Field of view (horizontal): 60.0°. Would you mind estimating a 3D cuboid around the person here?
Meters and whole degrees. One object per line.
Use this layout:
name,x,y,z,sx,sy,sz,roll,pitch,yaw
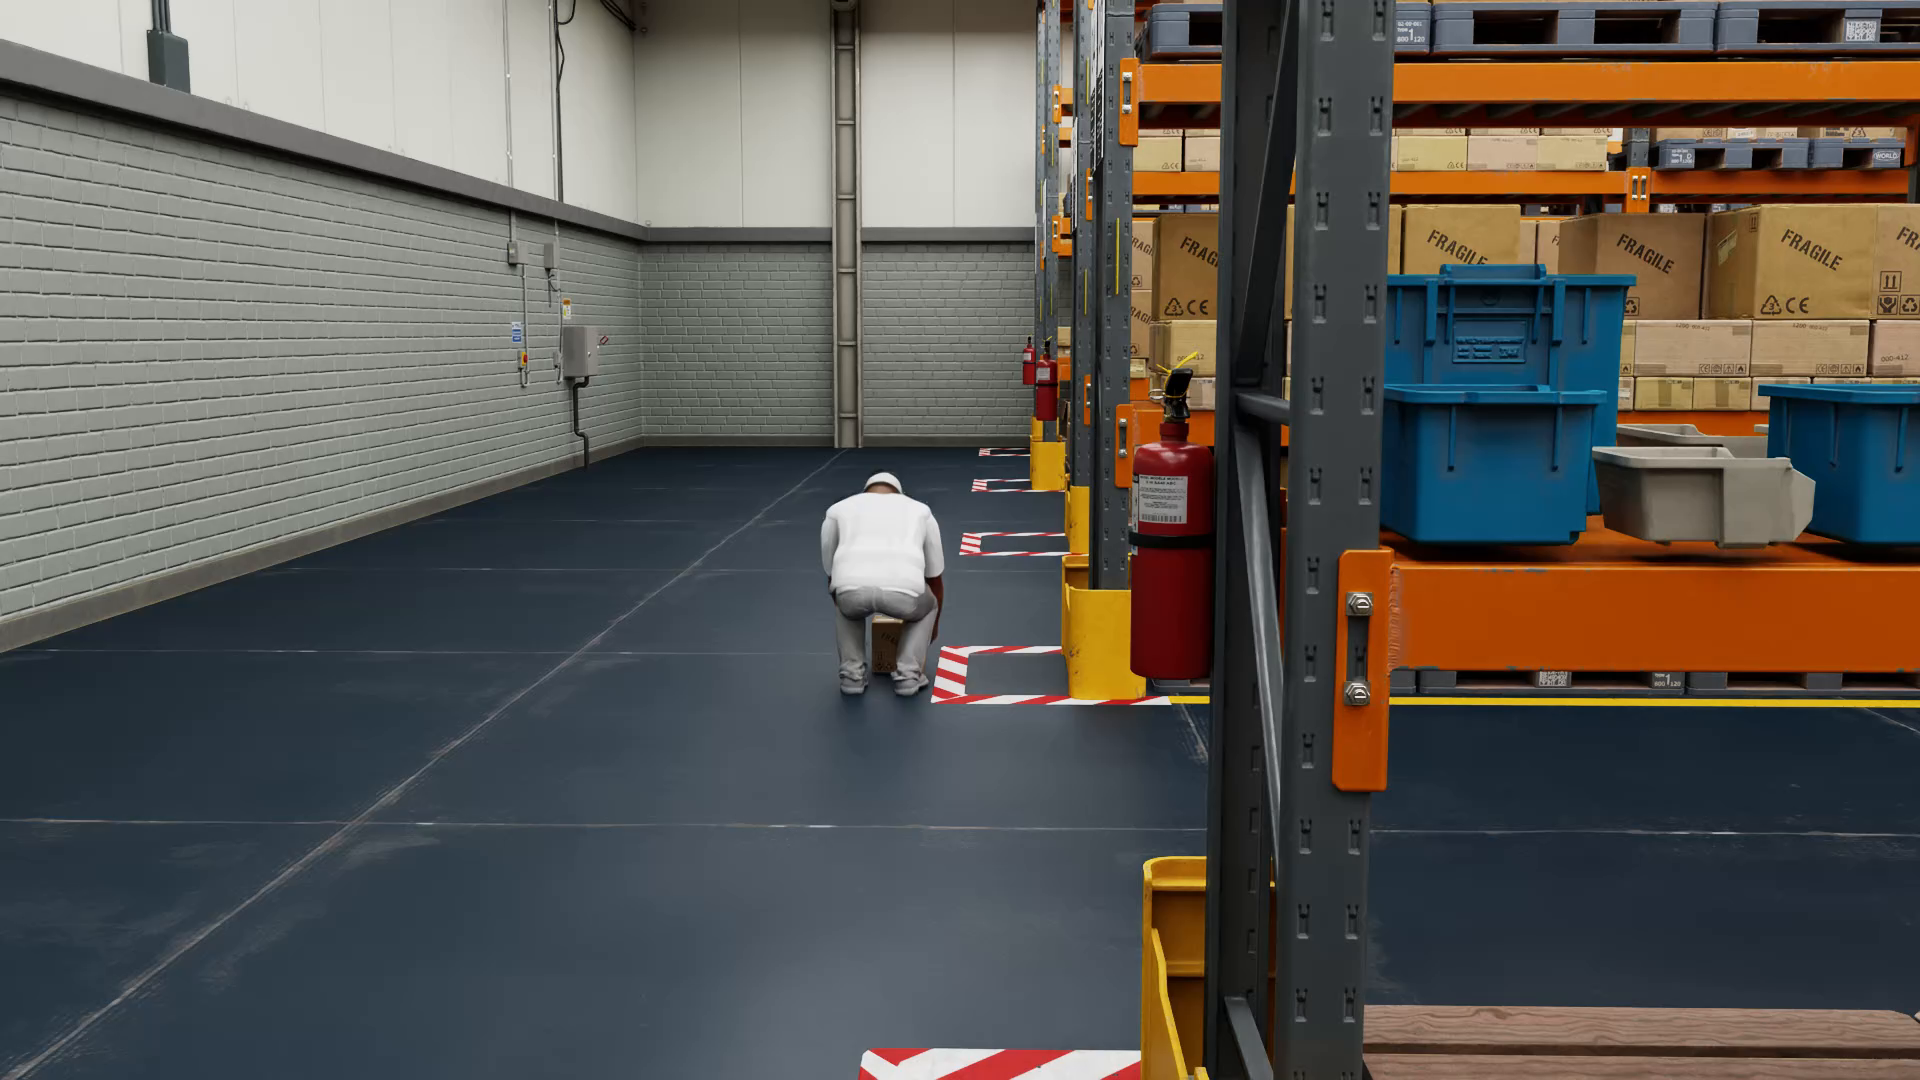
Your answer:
person,-0.386,0.196,7.804,0.579,0.975,0.903,1,7,7
